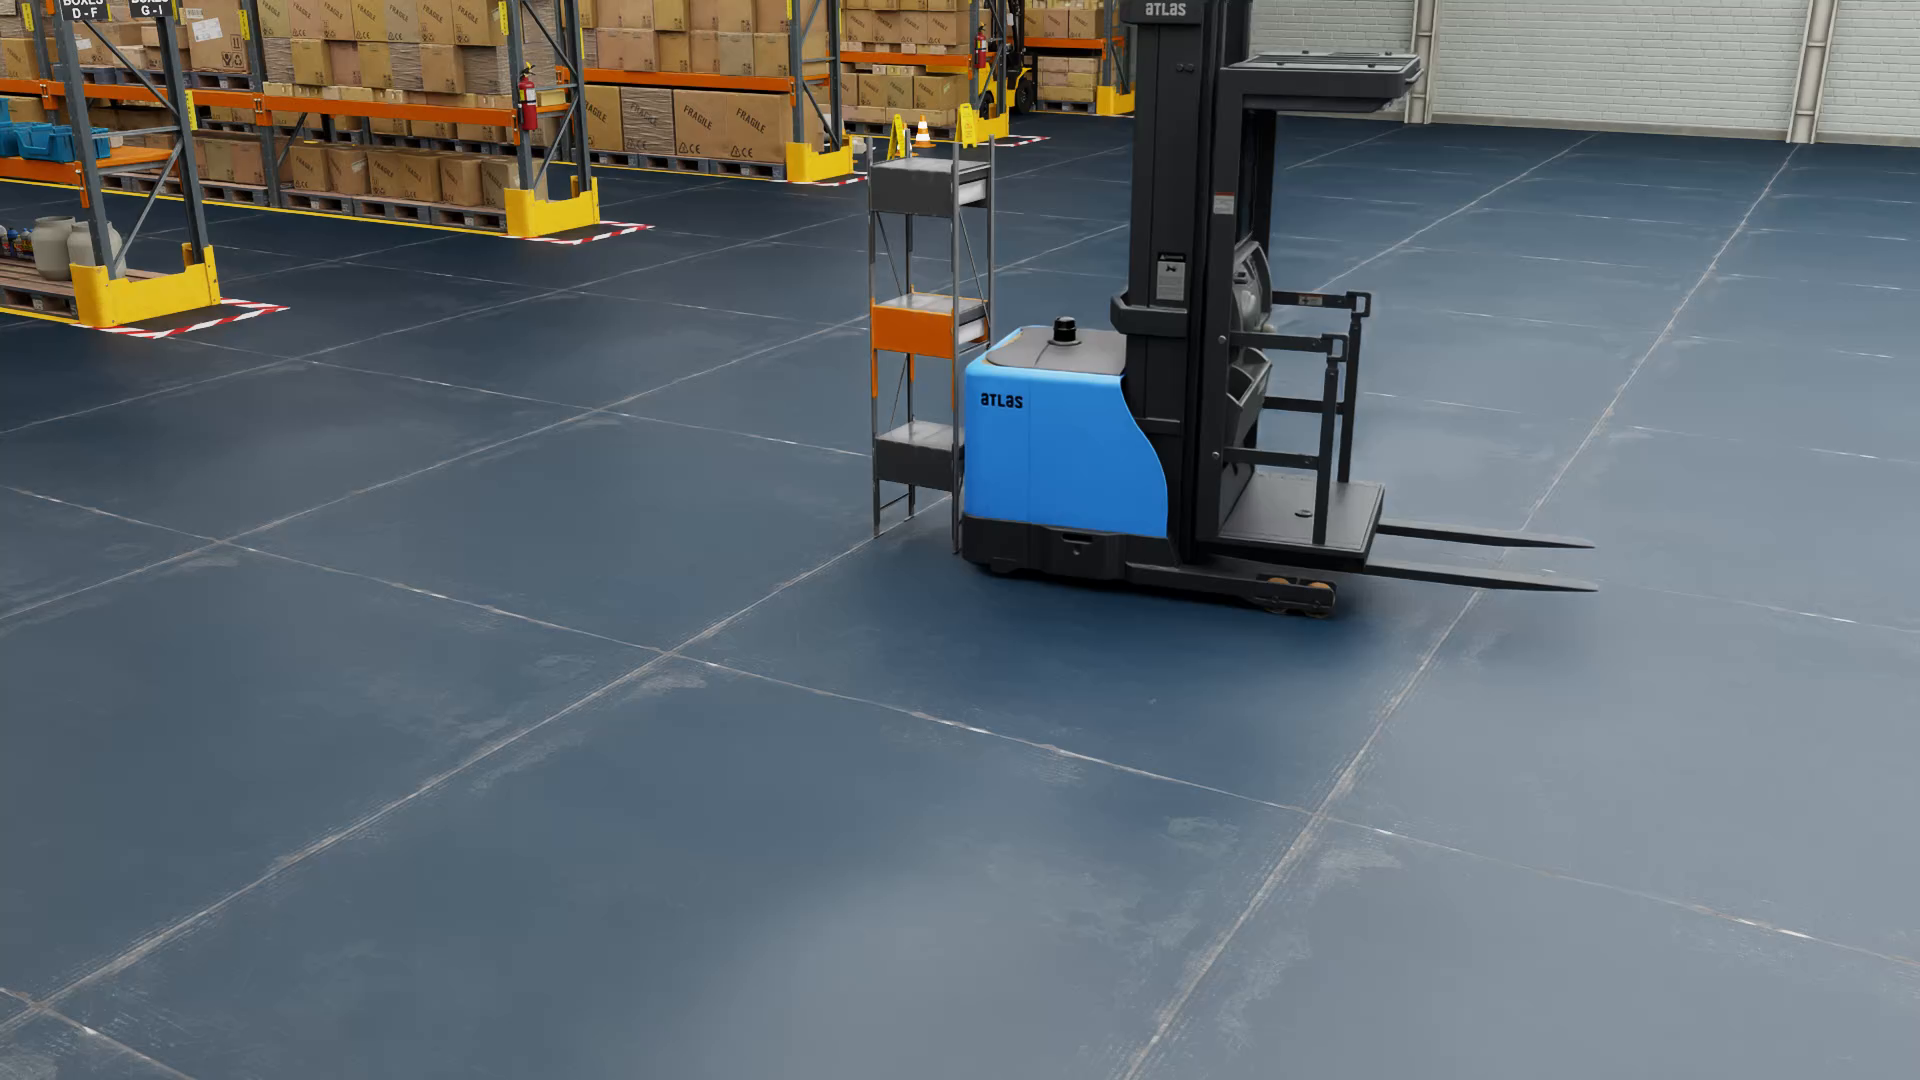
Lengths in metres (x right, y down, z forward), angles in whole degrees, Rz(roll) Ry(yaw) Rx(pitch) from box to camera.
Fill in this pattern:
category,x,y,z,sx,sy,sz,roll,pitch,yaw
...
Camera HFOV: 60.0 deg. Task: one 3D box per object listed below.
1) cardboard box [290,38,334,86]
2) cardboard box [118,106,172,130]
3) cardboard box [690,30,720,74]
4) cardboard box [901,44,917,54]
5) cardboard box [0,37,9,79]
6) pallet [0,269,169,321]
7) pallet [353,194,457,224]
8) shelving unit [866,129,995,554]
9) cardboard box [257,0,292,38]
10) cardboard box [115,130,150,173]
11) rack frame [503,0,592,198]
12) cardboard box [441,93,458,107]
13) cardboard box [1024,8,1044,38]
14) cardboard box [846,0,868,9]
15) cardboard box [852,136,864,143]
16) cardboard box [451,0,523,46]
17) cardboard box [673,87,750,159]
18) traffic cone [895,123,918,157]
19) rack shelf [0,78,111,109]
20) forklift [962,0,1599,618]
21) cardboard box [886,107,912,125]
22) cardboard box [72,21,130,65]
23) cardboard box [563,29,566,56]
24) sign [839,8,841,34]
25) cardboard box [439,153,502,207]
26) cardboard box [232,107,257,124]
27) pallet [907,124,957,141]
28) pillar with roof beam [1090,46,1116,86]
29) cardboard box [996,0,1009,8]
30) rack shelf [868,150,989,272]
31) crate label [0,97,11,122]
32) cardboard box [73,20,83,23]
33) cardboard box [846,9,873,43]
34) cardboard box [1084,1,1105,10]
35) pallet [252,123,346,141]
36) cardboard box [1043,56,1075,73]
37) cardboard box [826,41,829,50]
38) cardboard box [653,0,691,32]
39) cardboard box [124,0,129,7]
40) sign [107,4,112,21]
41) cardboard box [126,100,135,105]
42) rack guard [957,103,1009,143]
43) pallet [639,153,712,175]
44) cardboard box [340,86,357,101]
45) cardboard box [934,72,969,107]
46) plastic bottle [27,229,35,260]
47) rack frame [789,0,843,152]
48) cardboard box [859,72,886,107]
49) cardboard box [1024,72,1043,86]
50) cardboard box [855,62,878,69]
category,x,y,z,sx,sy,sz,roll,pitch,yaw
cardboard box,-7.105,-5.490,19.018,0.500,0.500,0.875,11,23,27
cardboard box,-10.311,-5.352,21.141,0.500,0.250,0.500,14,24,33
cardboard box,-3.152,-6.619,22.493,0.550,0.550,0.875,11,23,27
cardboard box,-0.721,-7.747,26.193,0.250,0.149,0.380,11,23,28
cardboard box,-12.363,-6.295,21.674,0.500,0.500,0.500,11,22,27
pallet,-7.606,-2.175,14.551,1.213,0.211,1.003,11,23,27
pallet,-6.214,-3.876,19.240,1.213,0.211,1.003,11,23,27
shelving unit,-0.145,-1.015,8.583,0.503,2.100,0.431,11,23,27
cardboard box,-7.618,-5.996,18.948,0.500,0.500,0.500,11,23,27
cardboard box,-10.294,-4.993,21.252,0.500,0.500,0.700,9,22,23
rack frame,-4.395,-4.825,17.768,0.127,3.000,1.000,11,23,27
cardboard box,-5.416,-4.807,18.086,0.250,0.149,0.380,11,23,27
cardboard box,1.402,-9.478,30.449,0.500,0.500,0.500,10,22,26
cardboard box,-1.416,-8.717,26.448,0.500,0.500,0.700,11,22,27
cardboard box,-1.691,-6.051,25.330,0.380,0.149,0.250,-11,23,-29
cardboard box,-4.996,-5.500,17.579,0.500,0.500,0.500,11,23,27
cardboard box,-3.281,-5.722,22.741,0.875,0.875,0.875,10,22,26
traffic cone,-0.811,-5.883,24.405,0.334,0.463,0.336,11,23,27
rack shelf,-13.125,-6.150,22.475,4.000,0.370,1.077,11,23,27
forklift,1.583,-1.212,7.908,3.031,2.935,1.130,7,21,17
cardboard box,-0.847,-6.823,26.692,0.500,0.250,0.500,11,23,27
cardboard box,-10.888,-6.322,21.132,0.500,0.500,0.500,8,21,21
cardboard box,-5.966,-7.004,23.628,0.500,0.500,0.500,11,22,27
sign,-1.612,-6.893,22.083,0.005,0.325,0.100,11,23,27
cardboard box,-5.470,-4.045,18.668,0.500,0.500,0.500,18,27,41
cardboard box,-11.386,-7.013,26.850,0.500,0.500,0.500,12,23,30
pallet,-0.320,-6.623,26.812,1.213,0.211,1.003,11,23,27
pillar with roof beam,0.588,-11.176,26.479,0.400,9.000,9.100,11,23,27
cardboard box,0.854,-9.876,30.595,0.250,0.149,0.380,10,22,26
rack shelf,-0.144,-1.660,8.349,0.480,0.518,0.431,11,23,27
crate label,-8.549,-3.593,14.319,0.616,0.435,0.502,11,23,27
cardboard box,-14.698,-8.809,28.167,0.500,0.500,0.500,11,23,28
cardboard box,-1.473,-8.229,26.569,0.500,0.500,0.500,11,23,28
cardboard box,2.416,-9.580,29.777,0.250,0.149,0.380,11,23,28
pallet,-10.614,-6.638,26.855,1.213,0.211,1.003,11,23,27
cardboard box,1.853,-8.695,30.387,0.500,0.250,0.500,11,23,28
cardboard box,-1.996,-8.026,26.961,0.250,0.149,0.380,11,23,27
cardboard box,-3.667,-7.183,22.465,0.500,0.550,0.875,11,23,27
cardboard box,-13.360,-9.019,27.281,0.500,0.500,0.500,10,22,26
sign,-11.123,-6.826,21.701,0.005,0.325,0.100,11,23,27
cardboard box,-13.906,-7.474,28.199,0.250,0.149,0.380,10,22,25
rack guard,0.372,-6.613,26.362,0.348,0.500,1.175,11,23,27
pallet,-3.685,-5.287,23.130,1.213,0.211,1.003,11,23,27
cardboard box,-6.743,-5.046,18.746,0.250,0.149,0.380,11,23,27
cardboard box,-0.152,-7.253,26.777,0.500,0.500,0.500,10,22,26
plastic bottle,-8.540,-2.726,15.337,0.097,0.271,0.097,0,20,0
rack frame,-1.888,-6.285,21.792,0.127,3.000,1.000,11,23,27
cardboard box,-1.283,-7.260,26.797,0.500,0.500,0.500,10,22,26
cardboard box,1.385,-8.547,30.713,0.500,0.250,0.500,10,22,26
cardboard box,-1.771,-9.215,32.735,0.625,0.625,0.875,11,22,27
